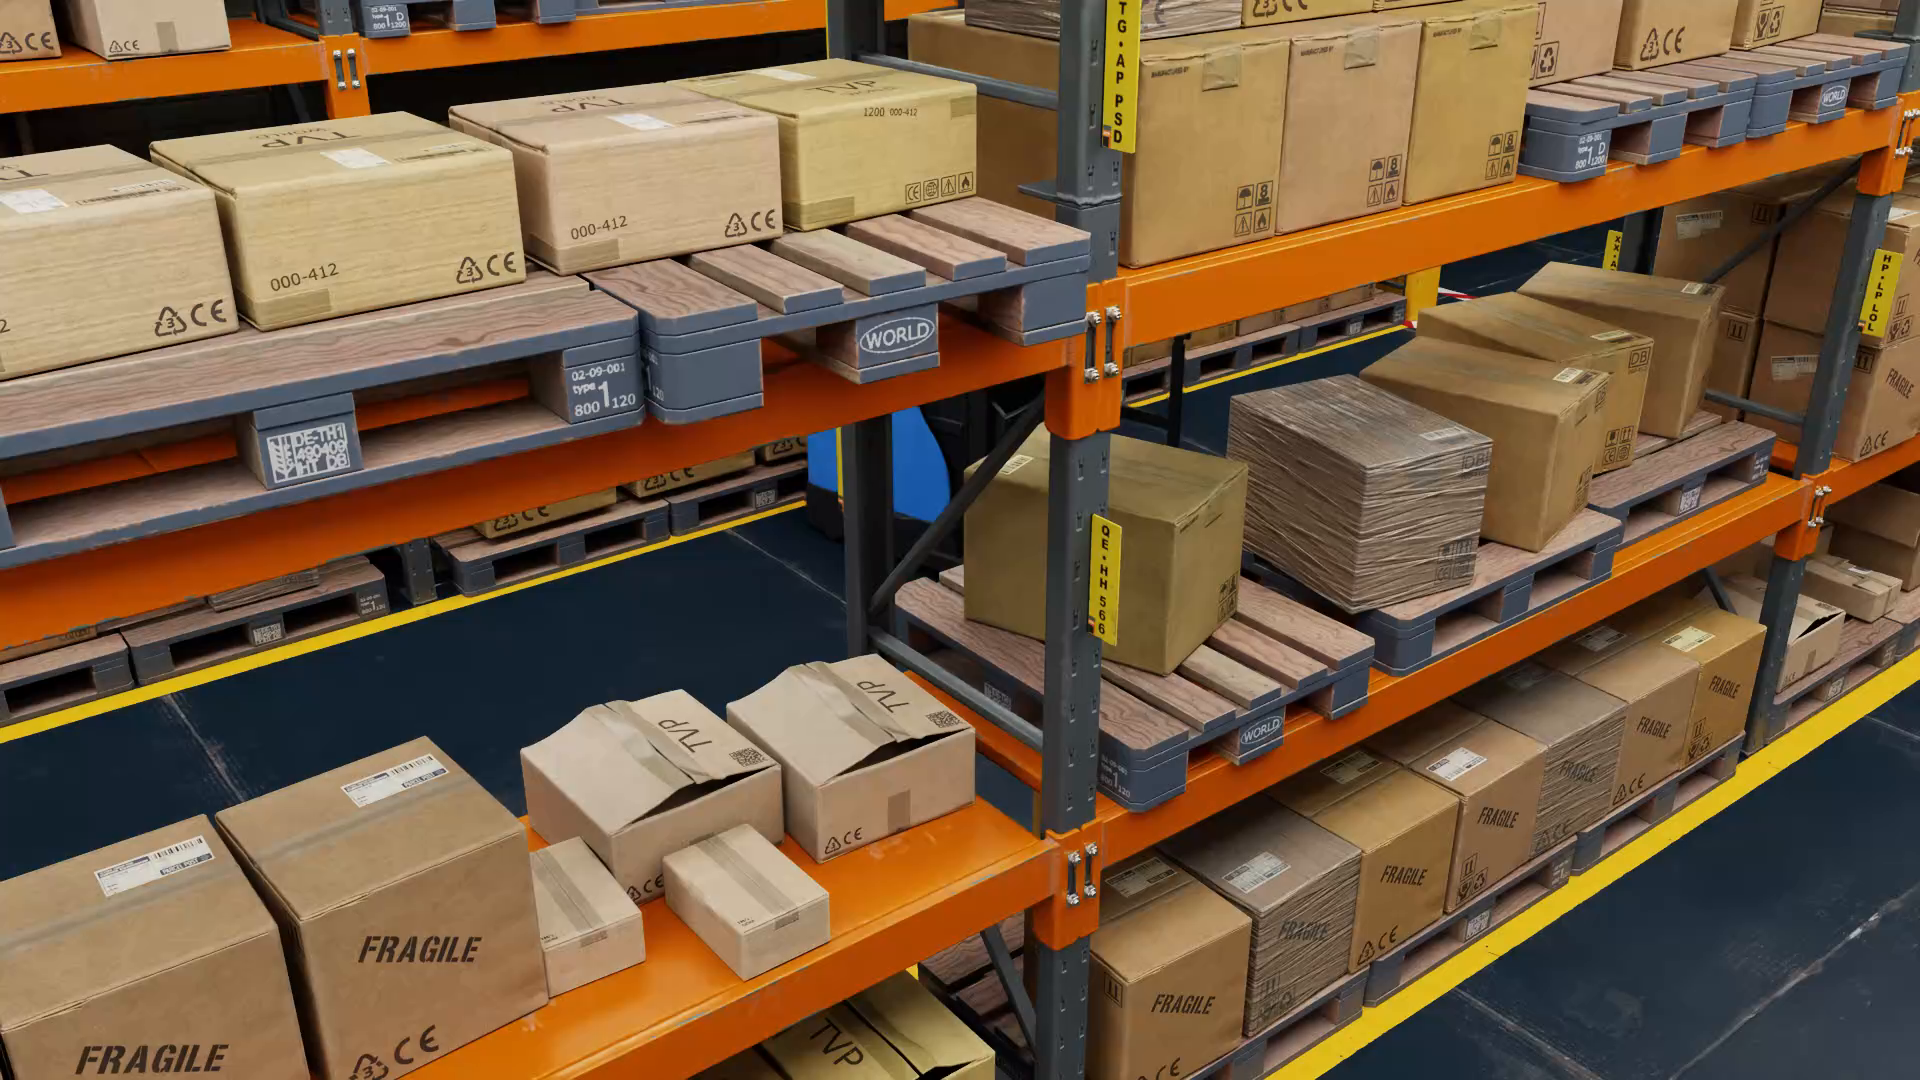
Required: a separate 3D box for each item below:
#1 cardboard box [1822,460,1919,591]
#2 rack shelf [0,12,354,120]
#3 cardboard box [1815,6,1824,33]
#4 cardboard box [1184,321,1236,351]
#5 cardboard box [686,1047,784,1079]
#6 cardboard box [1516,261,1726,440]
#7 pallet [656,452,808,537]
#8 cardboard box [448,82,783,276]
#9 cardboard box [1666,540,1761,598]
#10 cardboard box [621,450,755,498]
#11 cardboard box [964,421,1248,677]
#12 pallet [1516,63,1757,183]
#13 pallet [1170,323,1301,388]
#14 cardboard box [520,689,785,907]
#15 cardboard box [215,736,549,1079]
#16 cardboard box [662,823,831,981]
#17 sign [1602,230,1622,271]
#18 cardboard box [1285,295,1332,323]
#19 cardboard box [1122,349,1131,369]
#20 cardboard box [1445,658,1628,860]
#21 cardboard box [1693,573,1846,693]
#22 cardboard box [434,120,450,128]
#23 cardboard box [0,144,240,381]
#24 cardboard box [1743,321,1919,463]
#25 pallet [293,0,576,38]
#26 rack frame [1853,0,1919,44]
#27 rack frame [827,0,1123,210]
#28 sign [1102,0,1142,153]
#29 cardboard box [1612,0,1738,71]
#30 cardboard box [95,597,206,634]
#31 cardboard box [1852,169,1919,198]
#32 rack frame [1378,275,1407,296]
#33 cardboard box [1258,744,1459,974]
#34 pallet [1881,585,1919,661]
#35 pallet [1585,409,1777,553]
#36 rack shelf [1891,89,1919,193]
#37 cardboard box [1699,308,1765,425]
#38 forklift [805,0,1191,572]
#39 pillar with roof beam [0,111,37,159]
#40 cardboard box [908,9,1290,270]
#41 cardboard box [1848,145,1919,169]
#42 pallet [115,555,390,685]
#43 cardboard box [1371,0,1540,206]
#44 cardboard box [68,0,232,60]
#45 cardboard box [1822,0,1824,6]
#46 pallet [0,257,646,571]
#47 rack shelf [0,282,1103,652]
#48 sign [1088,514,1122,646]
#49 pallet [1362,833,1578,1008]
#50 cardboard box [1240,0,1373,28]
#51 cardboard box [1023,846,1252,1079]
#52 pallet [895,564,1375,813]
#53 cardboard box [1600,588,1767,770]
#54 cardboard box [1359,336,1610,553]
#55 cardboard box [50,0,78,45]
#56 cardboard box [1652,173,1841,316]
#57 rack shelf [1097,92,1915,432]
[{"bbox_3d":[4.634,-0.154,8.461,0.637,0.503,0.797,-18,31,-34],"label":"cardboard box"},{"bbox_3d":[-4.623,-1.712,6.668,4.000,0.370,1.077,-18,31,-34],"label":"rack shelf"},{"bbox_3d":[3.377,-2.104,6.835,0.500,0.250,0.500,-18,31,-34],"label":"cardboard box"},{"bbox_3d":[1.553,-1.716,11.854,0.500,0.500,0.700,-17,30,-33],"label":"cardboard box"},{"bbox_3d":[-0.654,1.600,4.341,0.500,0.311,0.500,-19,31,-35],"label":"cardboard box"},{"bbox_3d":[2.648,-0.784,6.757,0.700,0.500,0.500,15,29,29],"label":"cardboard box"},{"bbox_3d":[-1.423,-0.428,9.921,1.213,0.211,1.003,-18,31,-34],"label":"pallet"},{"bbox_3d":[-0.713,-0.762,3.445,0.500,0.250,0.500,-17,30,-33],"label":"cardboard box"},{"bbox_3d":[3.432,0.096,7.927,0.500,0.500,0.500,-18,31,-34],"label":"cardboard box"},{"bbox_3d":[-1.696,-0.786,9.435,0.750,0.750,0.750,-18,31,-34],"label":"cardboard box"},{"bbox_3d":[0.437,0.006,5.057,0.700,0.500,0.500,15,29,29],"label":"cardboard box"},{"bbox_3d":[1.788,-1.455,5.483,1.003,0.211,1.213,-18,31,-34],"label":"pallet"},{"bbox_3d":[1.706,-1.462,12.150,1.213,0.211,1.003,-18,31,-34],"label":"pallet"},{"bbox_3d":[-0.813,0.651,4.390,0.500,0.311,0.500,-19,31,-35],"label":"cardboard box"},{"bbox_3d":[-1.300,0.838,3.762,0.500,0.500,0.500,-20,32,-37],"label":"cardboard box"},{"bbox_3d":[-0.526,0.882,4.086,0.250,0.149,0.380,-18,31,-34],"label":"cardboard box"},{"bbox_3d":[2.818,-1.167,7.173,0.005,0.325,0.100,-18,31,-34],"label":"sign"},{"bbox_3d":[2.364,-1.987,12.440,0.500,0.500,0.700,-18,31,-34],"label":"cardboard box"},{"bbox_3d":[0.751,-1.454,11.289,0.500,0.500,0.700,-18,30,-33],"label":"cardboard box"},{"bbox_3d":[2.158,0.817,6.374,0.500,0.500,0.500,-18,30,-33],"label":"cardboard box"},{"bbox_3d":[3.622,0.386,7.526,0.500,0.311,0.500,-18,31,-34],"label":"cardboard box"},{"bbox_3d":[-2.442,-2.064,8.748,0.500,0.250,0.500,-19,31,-36],"label":"cardboard box"},{"bbox_3d":[-1.595,-0.478,2.833,0.500,0.250,0.500,-21,32,-38],"label":"cardboard box"},{"bbox_3d":[3.728,-0.684,7.042,0.500,0.500,0.500,-17,30,-33],"label":"cardboard box"},{"bbox_3d":[-2.575,-2.657,8.074,1.003,0.211,1.213,-17,30,-32],"label":"pallet"},{"bbox_3d":[3.158,-3.318,5.710,0.127,3.000,1.000,-18,31,-34],"label":"rack frame"},{"bbox_3d":[0.011,-2.279,3.471,0.127,3.000,1.000,-18,31,-34],"label":"rack frame"},{"bbox_3d":[0.347,-1.003,3.576,0.005,0.325,0.100,-18,31,-34],"label":"sign"},{"bbox_3d":[2.205,-1.951,5.591,0.600,0.600,0.600,-19,31,-35],"label":"cardboard box"},{"bbox_3d":[-4.060,0.036,8.055,0.500,0.500,0.700,-18,31,-34],"label":"cardboard box"},{"bbox_3d":[4.109,-1.259,7.093,0.500,0.500,0.500,-19,31,-36],"label":"cardboard box"},{"bbox_3d":[3.246,-3.276,12.745,0.127,3.000,1.000,-18,31,-34],"label":"rack frame"},{"bbox_3d":[1.352,1.087,5.792,0.500,0.500,0.500,-19,31,-35],"label":"cardboard box"},{"bbox_3d":[4.660,0.172,8.630,1.213,0.211,1.003,-18,31,-34],"label":"pallet"},{"bbox_3d":[2.462,-0.338,6.643,1.213,0.211,1.003,-18,31,-34],"label":"pallet"},{"bbox_3d":[4.732,-2.150,7.612,4.000,0.370,1.077,-18,31,-34],"label":"rack shelf"},{"bbox_3d":[3.393,-0.857,7.414,0.500,0.500,0.500,-18,30,-33],"label":"cardboard box"},{"bbox_3d":[0.620,-1.160,8.267,3.031,2.935,1.130,18,30,33],"label":"forklift"},{"bbox_3d":[-1.949,-2.442,3.821,0.400,9.000,9.100,-18,31,-34],"label":"pillar with roof beam"},{"bbox_3d":[0.333,-1.088,4.349,0.500,0.500,0.910,-18,31,-34],"label":"cardboard box"},{"bbox_3d":[4.195,-1.577,7.779,0.500,0.500,0.500,-18,30,-34],"label":"cardboard box"},{"bbox_3d":[-3.665,0.270,8.418,1.213,0.211,1.003,-18,31,-34],"label":"pallet"},{"bbox_3d":[1.144,-1.356,4.926,0.500,0.500,0.910,-18,31,-34],"label":"cardboard box"},{"bbox_3d":[-3.449,-2.250,7.055,0.500,0.311,0.500,-18,31,-34],"label":"cardboard box"},{"bbox_3d":[3.374,-2.332,6.733,0.500,0.250,0.500,-18,31,-34],"label":"cardboard box"},{"bbox_3d":[-1.346,-0.335,3.070,1.213,0.211,1.003,-17,30,-32],"label":"pallet"},{"bbox_3d":[-1.563,-0.072,3.134,4.000,0.370,1.077,-18,31,-34],"label":"rack shelf"},{"bbox_3d":[0.356,0.100,4.095,0.005,0.325,0.100,-18,31,-34],"label":"sign"},{"bbox_3d":[1.581,1.211,6.391,1.213,0.211,1.003,-18,31,-34],"label":"pallet"},{"bbox_3d":[0.759,-1.661,4.396,0.500,0.500,0.500,-18,31,-34],"label":"cardboard box"},{"bbox_3d":[0.545,1.353,5.218,0.500,0.500,0.500,-17,30,-32],"label":"cardboard box"},{"bbox_3d":[0.501,0.330,5.203,1.003,0.211,1.213,-18,31,-34],"label":"pallet"},{"bbox_3d":[2.947,0.561,6.925,0.500,0.500,0.500,-18,31,-34],"label":"cardboard box"},{"bbox_3d":[1.806,-0.353,5.830,0.700,0.500,0.500,18,30,33],"label":"cardboard box"},{"bbox_3d":[-3.757,-2.502,7.372,0.500,0.500,0.500,-18,31,-34],"label":"cardboard box"},{"bbox_3d":[3.397,-1.313,7.209,0.500,0.500,0.500,-18,30,-34],"label":"cardboard box"},{"bbox_3d":[1.585,-1.111,5.373,4.000,0.370,1.077,-18,31,-34],"label":"rack shelf"}]
